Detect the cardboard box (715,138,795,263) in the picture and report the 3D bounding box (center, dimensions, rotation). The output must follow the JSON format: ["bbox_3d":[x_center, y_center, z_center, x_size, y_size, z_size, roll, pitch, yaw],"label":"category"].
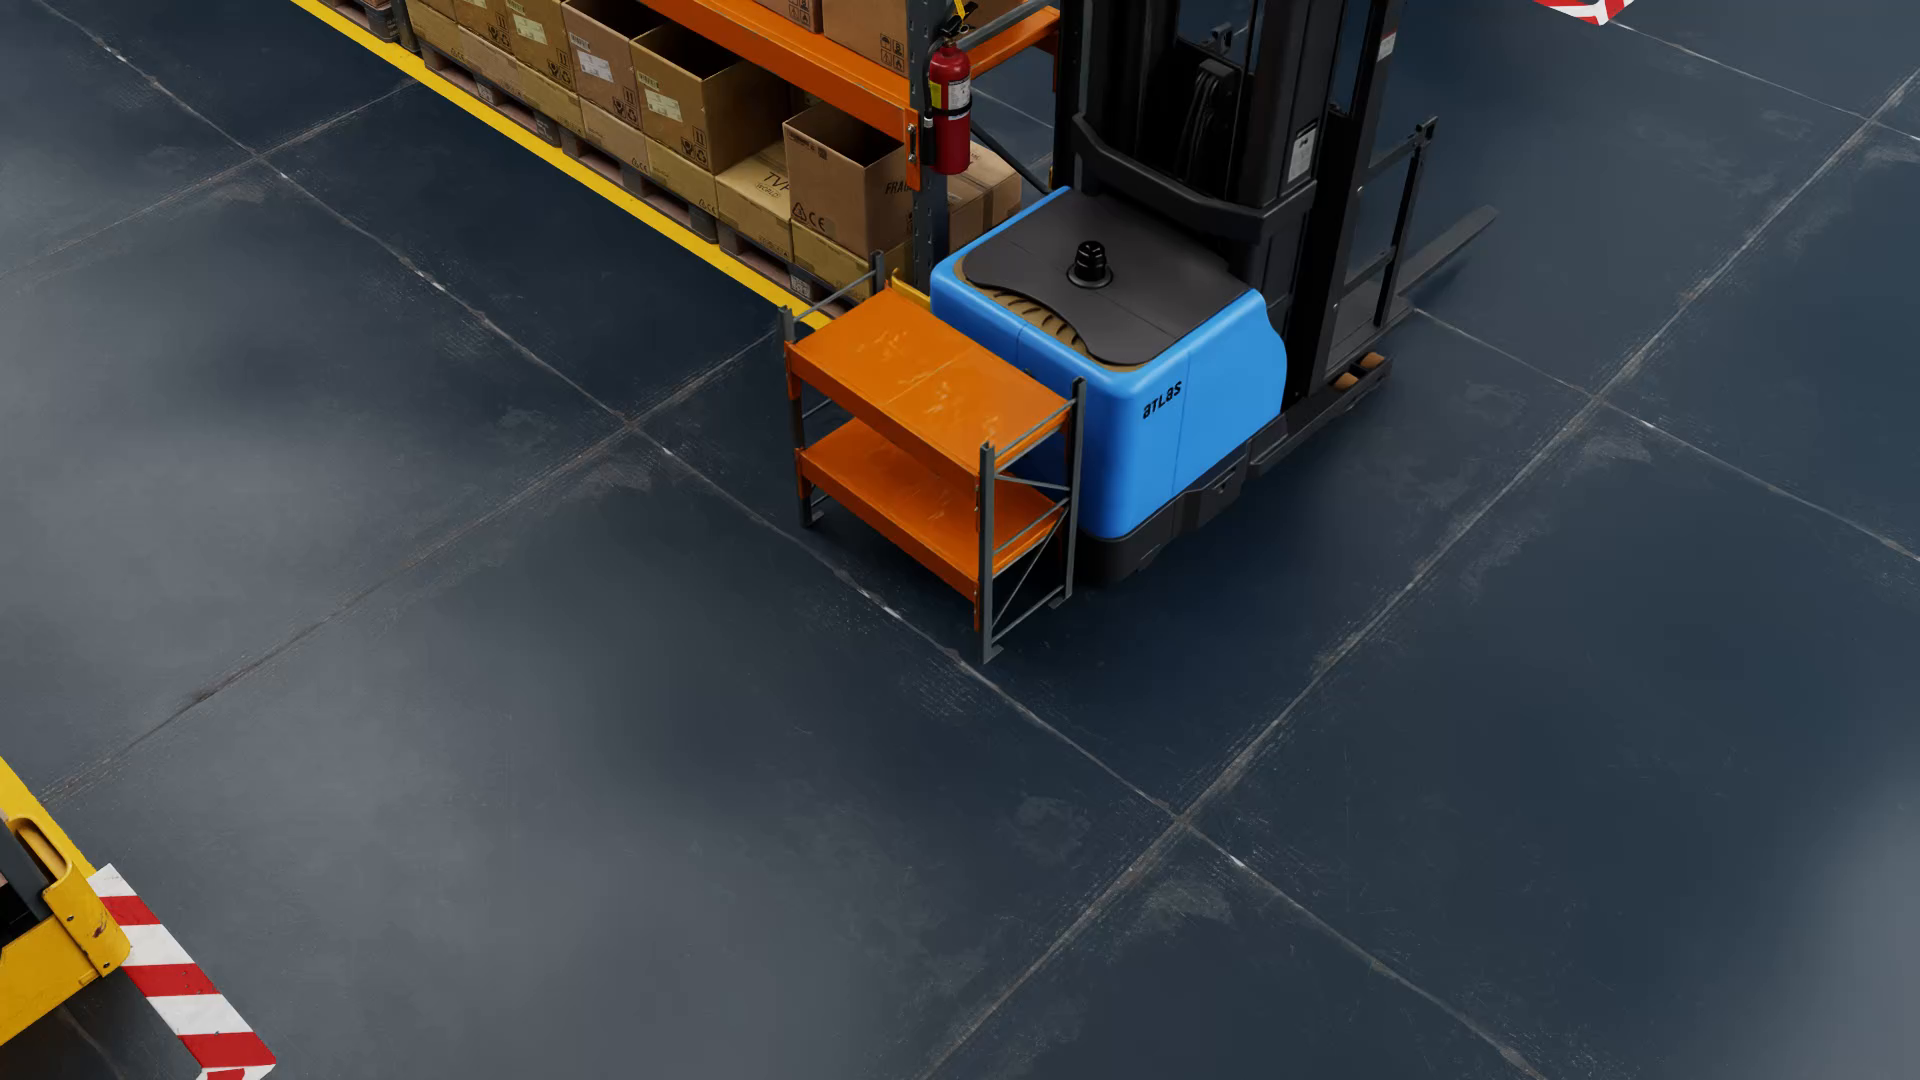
[{"bbox_3d":[-0.786,-1.610,7.802,0.500,0.250,0.500,34,55,28],"label":"cardboard box"}]

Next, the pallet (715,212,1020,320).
[{"bbox_3d":[-0.407,-1.461,7.977,1.213,0.211,1.003,34,55,28],"label":"pallet"}]

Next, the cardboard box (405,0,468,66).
[{"bbox_3d":[-2.620,-2.849,8.965,0.500,0.250,0.500,34,55,28],"label":"cardboard box"}]

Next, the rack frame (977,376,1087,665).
[{"bbox_3d":[0.252,-0.047,6.021,0.032,1.125,0.500,36,56,29],"label":"rack frame"}]

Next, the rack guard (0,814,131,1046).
[{"bbox_3d":[-3.229,1.414,5.080,0.348,0.500,1.175,34,55,28],"label":"rack guard"}]

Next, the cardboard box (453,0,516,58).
[{"bbox_3d":[-2.254,-2.857,8.459,0.500,0.500,0.500,34,55,28],"label":"cardboard box"}]

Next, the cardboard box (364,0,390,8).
[{"bbox_3d":[-3.257,-3.290,9.380,0.500,0.250,0.500,33,55,27],"label":"cardboard box"}]

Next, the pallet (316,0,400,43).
[{"bbox_3d":[-3.323,-3.427,9.823,1.213,0.211,1.003,34,55,28],"label":"pallet"}]

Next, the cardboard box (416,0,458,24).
[{"bbox_3d":[-2.627,-3.100,8.687,0.500,0.500,0.500,34,55,28],"label":"cardboard box"}]

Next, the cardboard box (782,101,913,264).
[{"bbox_3d":[-0.412,-1.625,7.302,0.500,0.500,0.500,34,55,28],"label":"cardboard box"}]

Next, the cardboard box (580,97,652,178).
[{"bbox_3d":[-1.521,-2.105,8.267,0.500,0.250,0.500,34,55,28],"label":"cardboard box"}]

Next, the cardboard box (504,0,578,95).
[{"bbox_3d":[-1.892,-2.606,8.223,0.500,0.500,0.500,34,55,28],"label":"cardboard box"}]

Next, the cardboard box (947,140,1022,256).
[{"bbox_3d":[-0.059,-1.647,7.837,0.500,0.250,0.500,34,55,28],"label":"cardboard box"}]

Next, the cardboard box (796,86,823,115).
[{"bbox_3d":[-0.428,-2.150,7.795,0.500,0.500,0.500,34,55,28],"label":"cardboard box"}]

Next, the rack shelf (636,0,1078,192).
[{"bbox_3d":[-1.286,-2.803,7.817,4.000,0.370,1.077,34,55,28],"label":"rack shelf"}]

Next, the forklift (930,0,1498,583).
[{"bbox_3d":[1.265,-1.805,6.435,1.130,2.935,3.031,36,56,29],"label":"forklift"}]

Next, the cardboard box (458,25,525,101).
[{"bbox_3d":[-2.256,-2.599,8.731,0.500,0.250,0.500,34,55,28],"label":"cardboard box"}]

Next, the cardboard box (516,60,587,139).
[{"bbox_3d":[-1.893,-2.349,8.496,0.500,0.250,0.500,34,55,28],"label":"cardboard box"}]

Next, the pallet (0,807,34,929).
[{"bbox_3d":[-3.802,1.092,5.580,1.213,0.211,1.003,34,55,28],"label":"pallet"}]

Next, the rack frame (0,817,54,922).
[{"bbox_3d":[-3.173,0.596,4.133,0.127,3.000,1.000,34,55,28],"label":"rack frame"}]

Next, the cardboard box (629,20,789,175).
[{"bbox_3d":[-1.157,-2.112,7.759,0.500,0.500,0.500,34,55,28],"label":"cardboard box"}]

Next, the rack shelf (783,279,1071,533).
[{"bbox_3d":[-0.109,-0.508,6.052,1.000,0.278,0.538,36,56,29],"label":"rack shelf"}]

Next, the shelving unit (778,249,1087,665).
[{"bbox_3d":[-0.108,-0.308,6.266,1.048,1.125,0.538,36,56,29],"label":"shelving unit"}]

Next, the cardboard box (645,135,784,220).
[{"bbox_3d":[-1.155,-1.857,8.034,0.500,0.250,0.500,34,55,28],"label":"cardboard box"}]

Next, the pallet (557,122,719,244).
[{"bbox_3d":[-1.299,-2.065,8.544,1.213,0.211,1.003,34,55,28],"label":"pallet"}]

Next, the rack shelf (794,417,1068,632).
[{"bbox_3d":[-0.108,-0.141,6.445,1.000,0.278,0.538,36,56,29],"label":"rack shelf"}]

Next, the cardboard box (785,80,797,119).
[{"bbox_3d":[-0.804,-2.390,8.020,0.500,0.500,0.500,34,55,28],"label":"cardboard box"}]

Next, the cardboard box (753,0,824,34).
[{"bbox_3d":[-0.540,-2.589,7.055,0.500,0.500,0.700,35,56,29],"label":"cardboard box"}]

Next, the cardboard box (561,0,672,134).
[{"bbox_3d":[-1.523,-2.360,7.992,0.500,0.500,0.500,34,55,28],"label":"cardboard box"}]

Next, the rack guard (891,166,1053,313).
[{"bbox_3d":[0.201,-1.193,7.527,0.348,0.500,1.175,34,55,28],"label":"rack guard"}]

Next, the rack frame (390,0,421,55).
[{"bbox_3d":[-2.756,-4.038,8.484,0.127,3.000,1.000,34,55,28],"label":"rack frame"}]

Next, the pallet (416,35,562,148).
[{"bbox_3d":[-2.200,-2.668,9.110,1.213,0.211,1.003,34,55,28],"label":"pallet"}]

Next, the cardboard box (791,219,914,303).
[{"bbox_3d":[-0.411,-1.370,7.576,0.500,0.250,0.500,34,55,28],"label":"cardboard box"}]

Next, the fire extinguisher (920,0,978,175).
[{"bbox_3d":[-0.044,-1.726,6.366,0.183,0.674,0.296,34,55,28],"label":"fire extinguisher"}]

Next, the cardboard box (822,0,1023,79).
[{"bbox_3d":[-0.151,-2.332,6.813,0.500,0.500,0.700,34,55,28],"label":"cardboard box"}]

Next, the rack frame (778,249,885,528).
[{"bbox_3d":[-0.469,-0.569,6.511,0.032,1.125,0.500,36,56,29],"label":"rack frame"}]

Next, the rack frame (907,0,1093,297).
[{"bbox_3d":[0.184,-2.060,6.627,0.127,3.000,1.000,34,55,28],"label":"rack frame"}]
